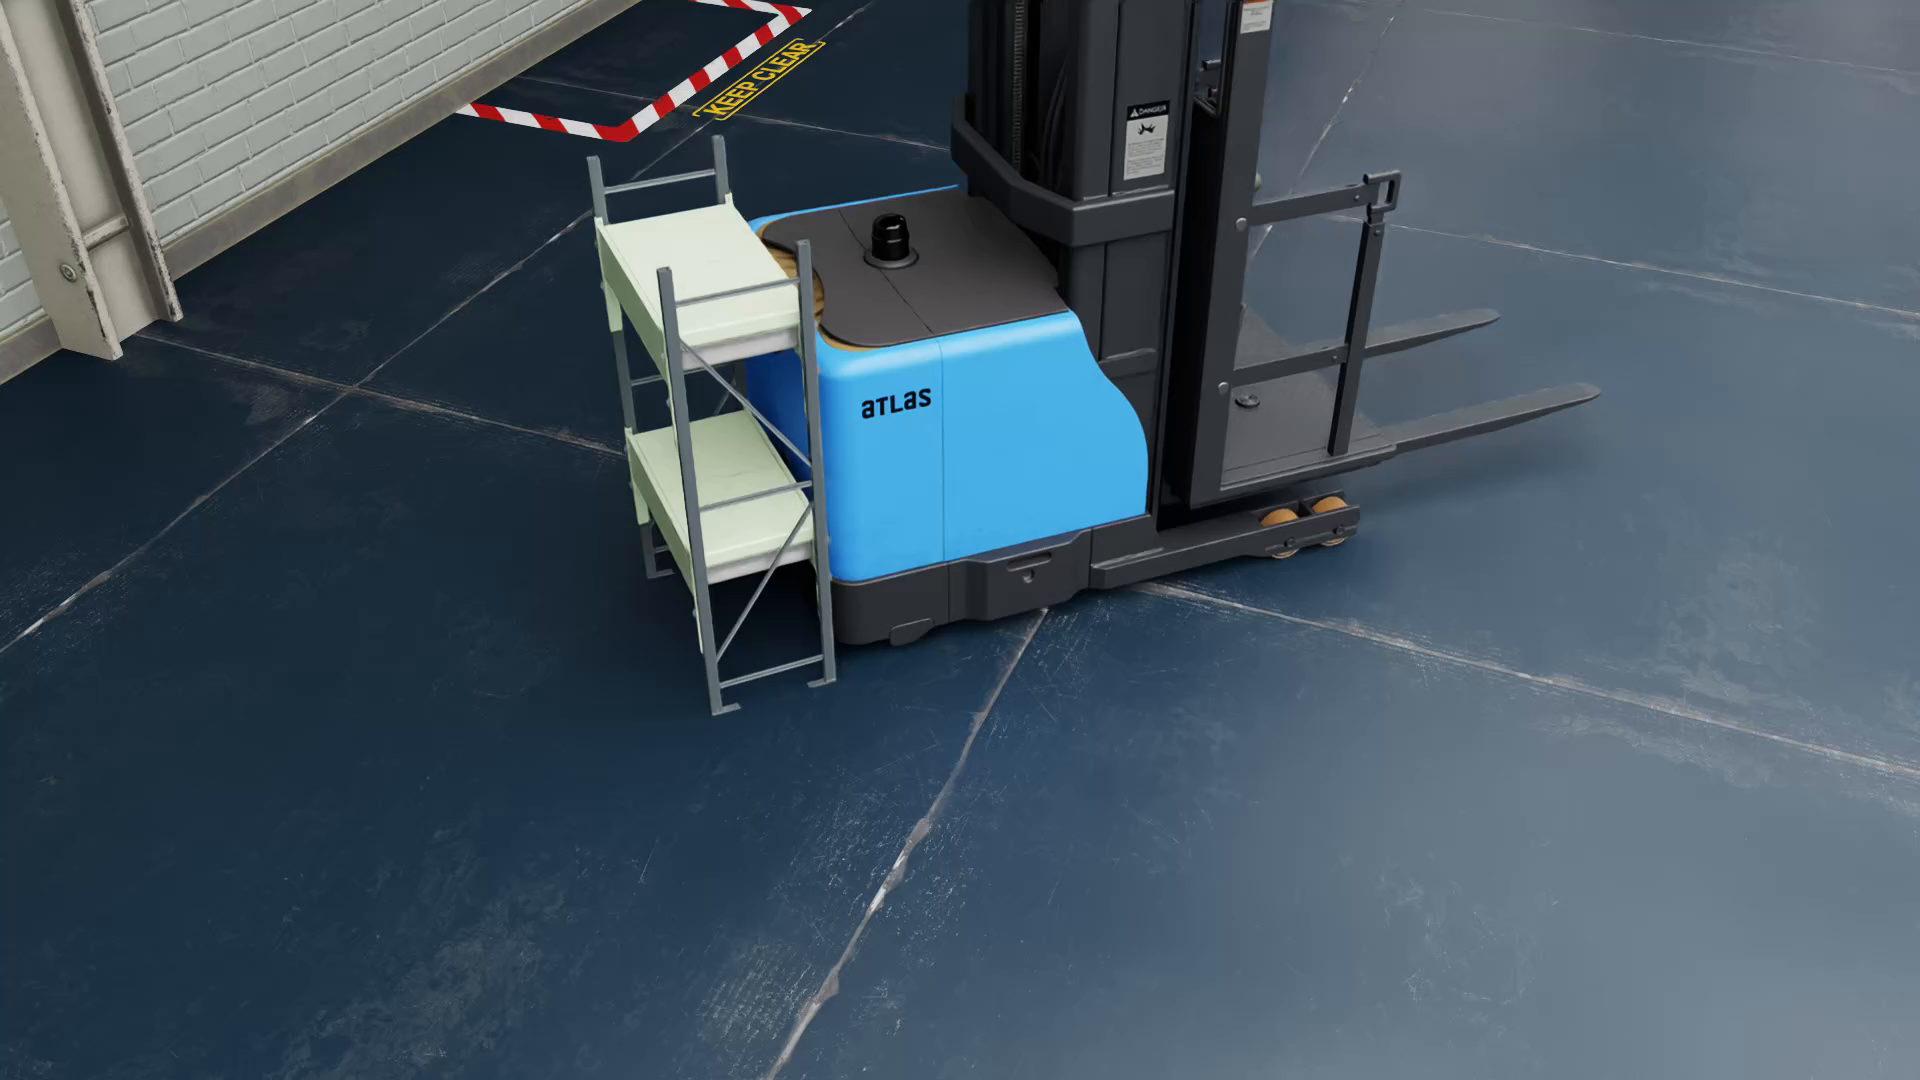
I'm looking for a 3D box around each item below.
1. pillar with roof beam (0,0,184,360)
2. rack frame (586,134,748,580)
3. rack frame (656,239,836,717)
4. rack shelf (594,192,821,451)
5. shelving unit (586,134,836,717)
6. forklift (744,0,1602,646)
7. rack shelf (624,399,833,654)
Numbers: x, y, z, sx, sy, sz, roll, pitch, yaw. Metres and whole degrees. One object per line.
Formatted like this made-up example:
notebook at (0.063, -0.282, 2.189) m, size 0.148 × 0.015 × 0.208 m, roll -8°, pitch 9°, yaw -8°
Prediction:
pillar with roof beam at (0.494, -3.494, 2.908) m, size 9.100 × 9.000 × 0.400 m, roll 14°, pitch 39°, yaw 18°
rack frame at (-0.868, -0.520, 5.194) m, size 0.400 × 1.500 × 0.023 m, roll -15°, pitch 39°, yaw -19°
rack frame at (-0.572, -0.120, 4.657) m, size 0.400 × 1.500 × 0.023 m, roll -15°, pitch 39°, yaw -19°
rack shelf at (-0.720, -0.633, 4.692) m, size 0.431 × 0.370 × 0.720 m, roll -15°, pitch 39°, yaw -19°
shelving unit at (-0.720, -0.320, 4.925) m, size 0.431 × 1.500 × 0.755 m, roll -15°, pitch 39°, yaw -19°
forklift at (0.829, -1.393, 5.165) m, size 3.031 × 2.935 × 1.130 m, roll -13°, pitch 39°, yaw -17°
rack shelf at (-0.720, -0.059, 5.121) m, size 0.431 × 0.370 × 0.720 m, roll -15°, pitch 39°, yaw -19°
